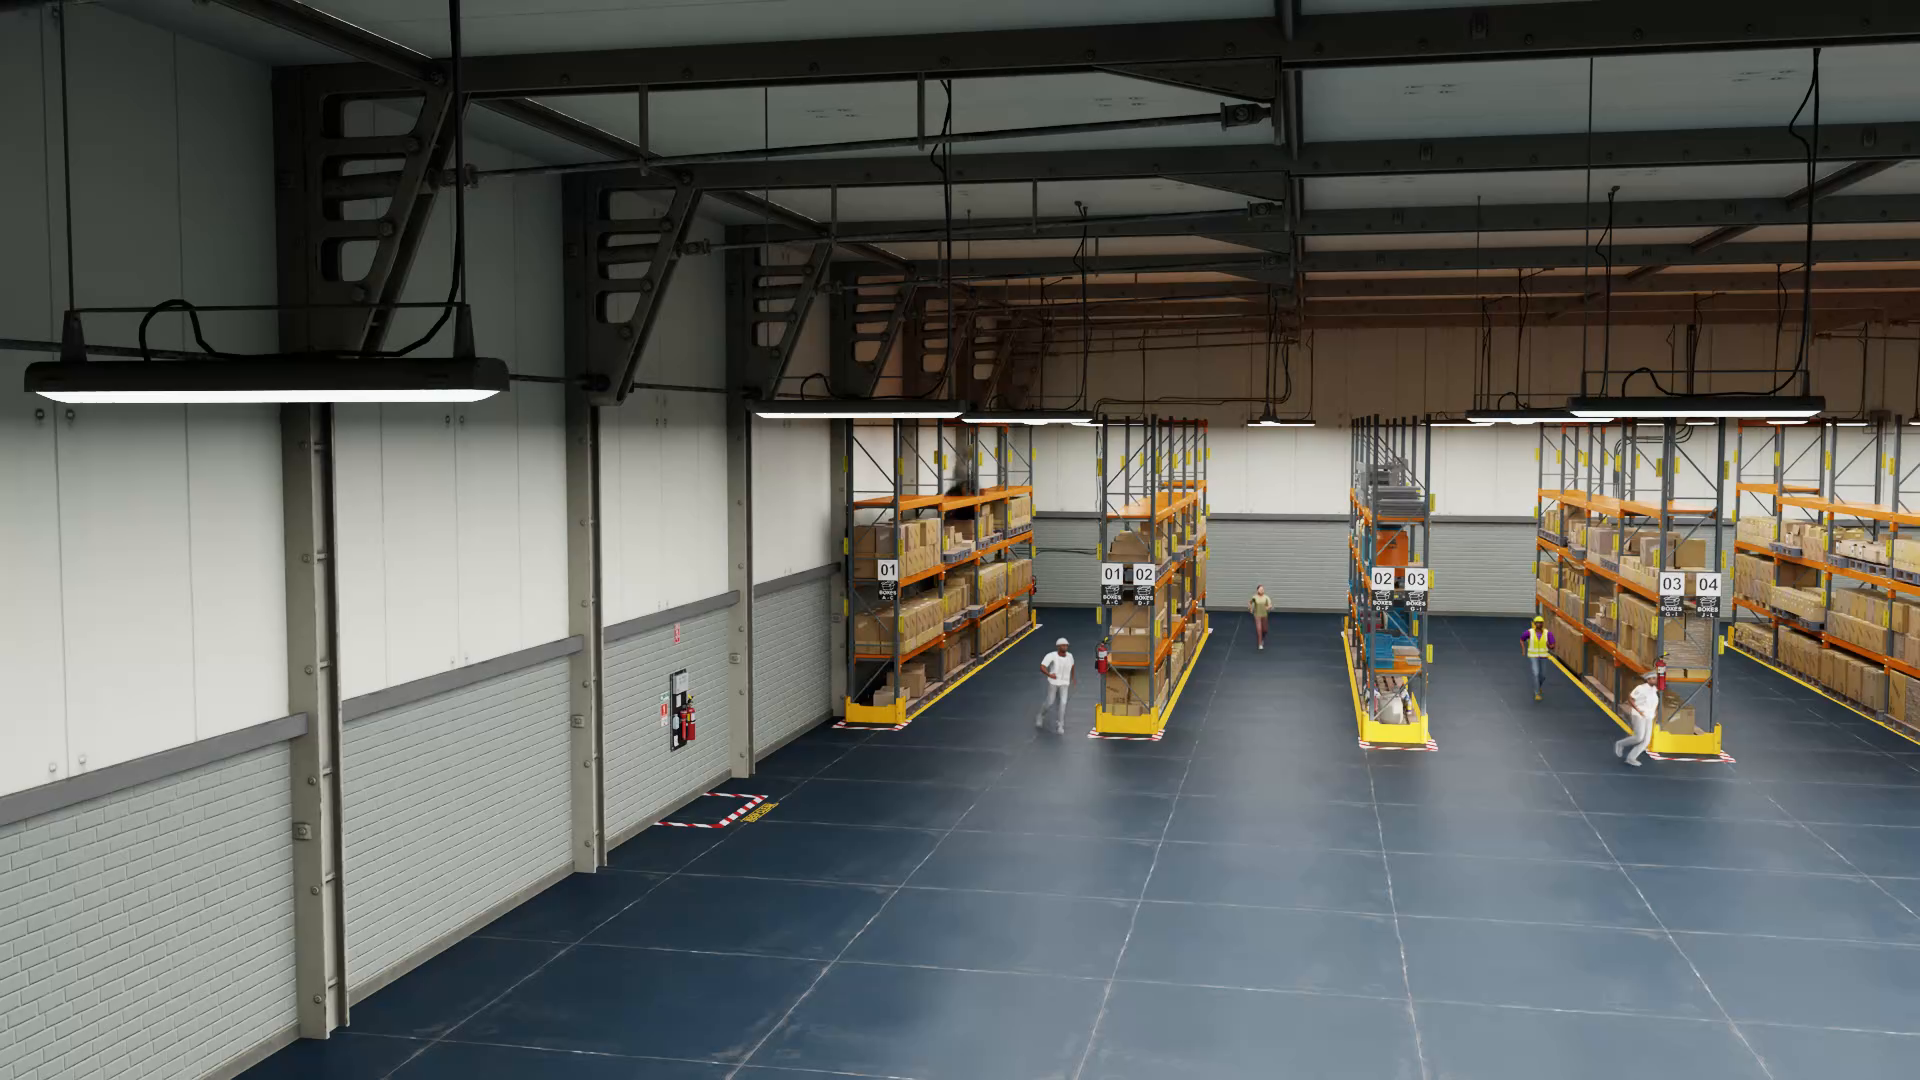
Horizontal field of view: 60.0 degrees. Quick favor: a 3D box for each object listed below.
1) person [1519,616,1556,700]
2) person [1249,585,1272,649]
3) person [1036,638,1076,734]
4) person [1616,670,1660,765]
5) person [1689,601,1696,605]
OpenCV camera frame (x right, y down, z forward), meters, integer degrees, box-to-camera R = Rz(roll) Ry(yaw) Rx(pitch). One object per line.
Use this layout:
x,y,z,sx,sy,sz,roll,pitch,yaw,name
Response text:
12.255,2.485,35.247,0.710,1.745,0.968,1,4,8,person
7.848,2.000,43.434,0.588,1.644,0.895,0,4,2,person
1.891,2.738,31.524,0.758,1.756,0.953,-1,4,-17,person
11.686,3.021,28.543,0.651,1.612,0.578,-2,4,-24,person
18.940,2.013,42.900,0.648,1.774,0.710,1,4,15,person
